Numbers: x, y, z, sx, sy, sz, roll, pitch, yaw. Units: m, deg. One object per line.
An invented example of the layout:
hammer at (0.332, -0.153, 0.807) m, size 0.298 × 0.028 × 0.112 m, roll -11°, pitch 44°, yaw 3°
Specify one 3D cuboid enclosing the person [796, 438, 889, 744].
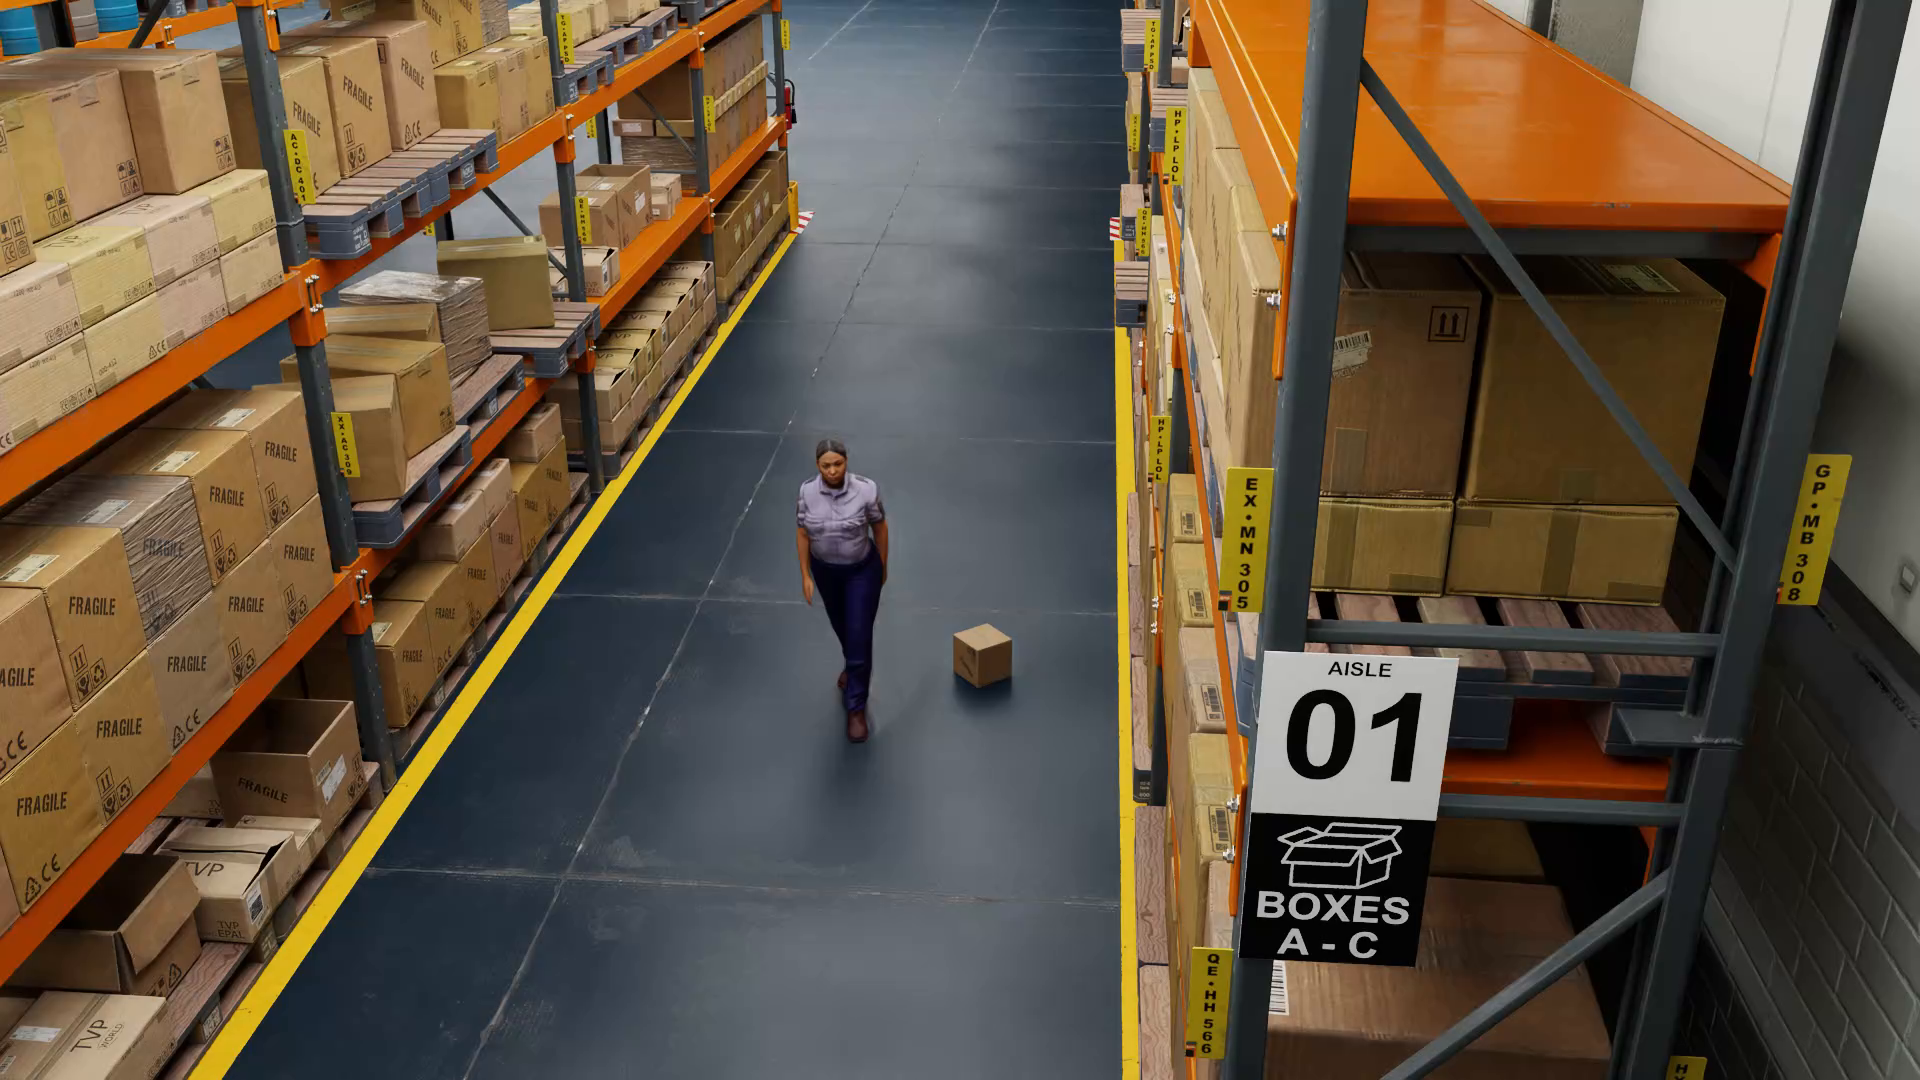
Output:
person at (-0.654, 0.197, 9.200) m, size 0.494 × 1.640 × 0.783 m, roll 7°, pitch 26°, yaw 15°
